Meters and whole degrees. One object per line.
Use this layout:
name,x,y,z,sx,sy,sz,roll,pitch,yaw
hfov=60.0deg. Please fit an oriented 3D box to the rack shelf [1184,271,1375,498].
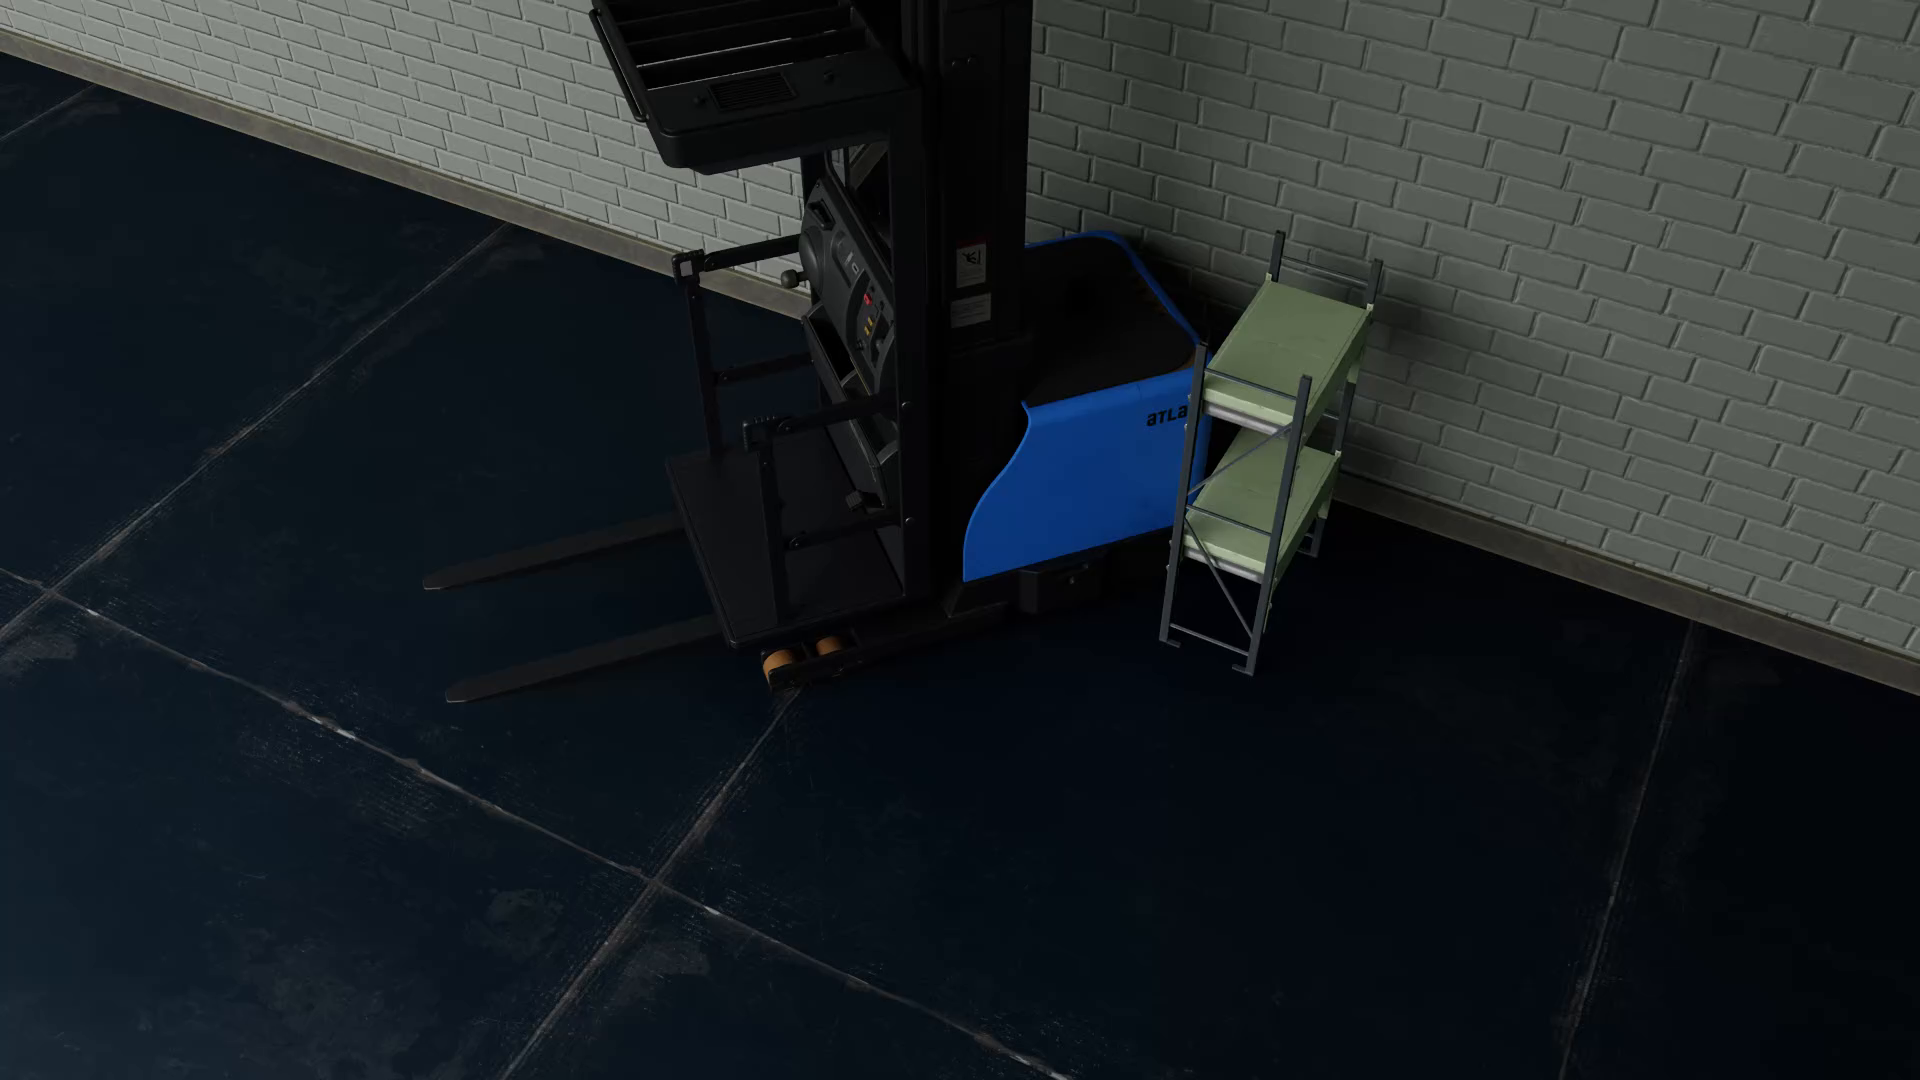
rack shelf,1.149,-0.571,5.991,0.431,0.370,0.720,21,49,20

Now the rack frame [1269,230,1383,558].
rack frame,1.322,-0.525,6.495,0.400,1.500,0.023,21,49,20

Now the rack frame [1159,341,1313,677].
rack frame,0.975,-0.067,6.042,0.400,1.500,0.023,21,49,20

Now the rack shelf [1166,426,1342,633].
rack shelf,1.149,-0.067,6.500,0.431,0.370,0.720,21,49,20

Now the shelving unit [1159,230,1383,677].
shelving unit,1.149,-0.296,6.268,0.431,1.500,0.755,21,49,20

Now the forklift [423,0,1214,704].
forklift,-0.587,-0.874,5.833,3.031,2.935,1.130,-15,47,-14
